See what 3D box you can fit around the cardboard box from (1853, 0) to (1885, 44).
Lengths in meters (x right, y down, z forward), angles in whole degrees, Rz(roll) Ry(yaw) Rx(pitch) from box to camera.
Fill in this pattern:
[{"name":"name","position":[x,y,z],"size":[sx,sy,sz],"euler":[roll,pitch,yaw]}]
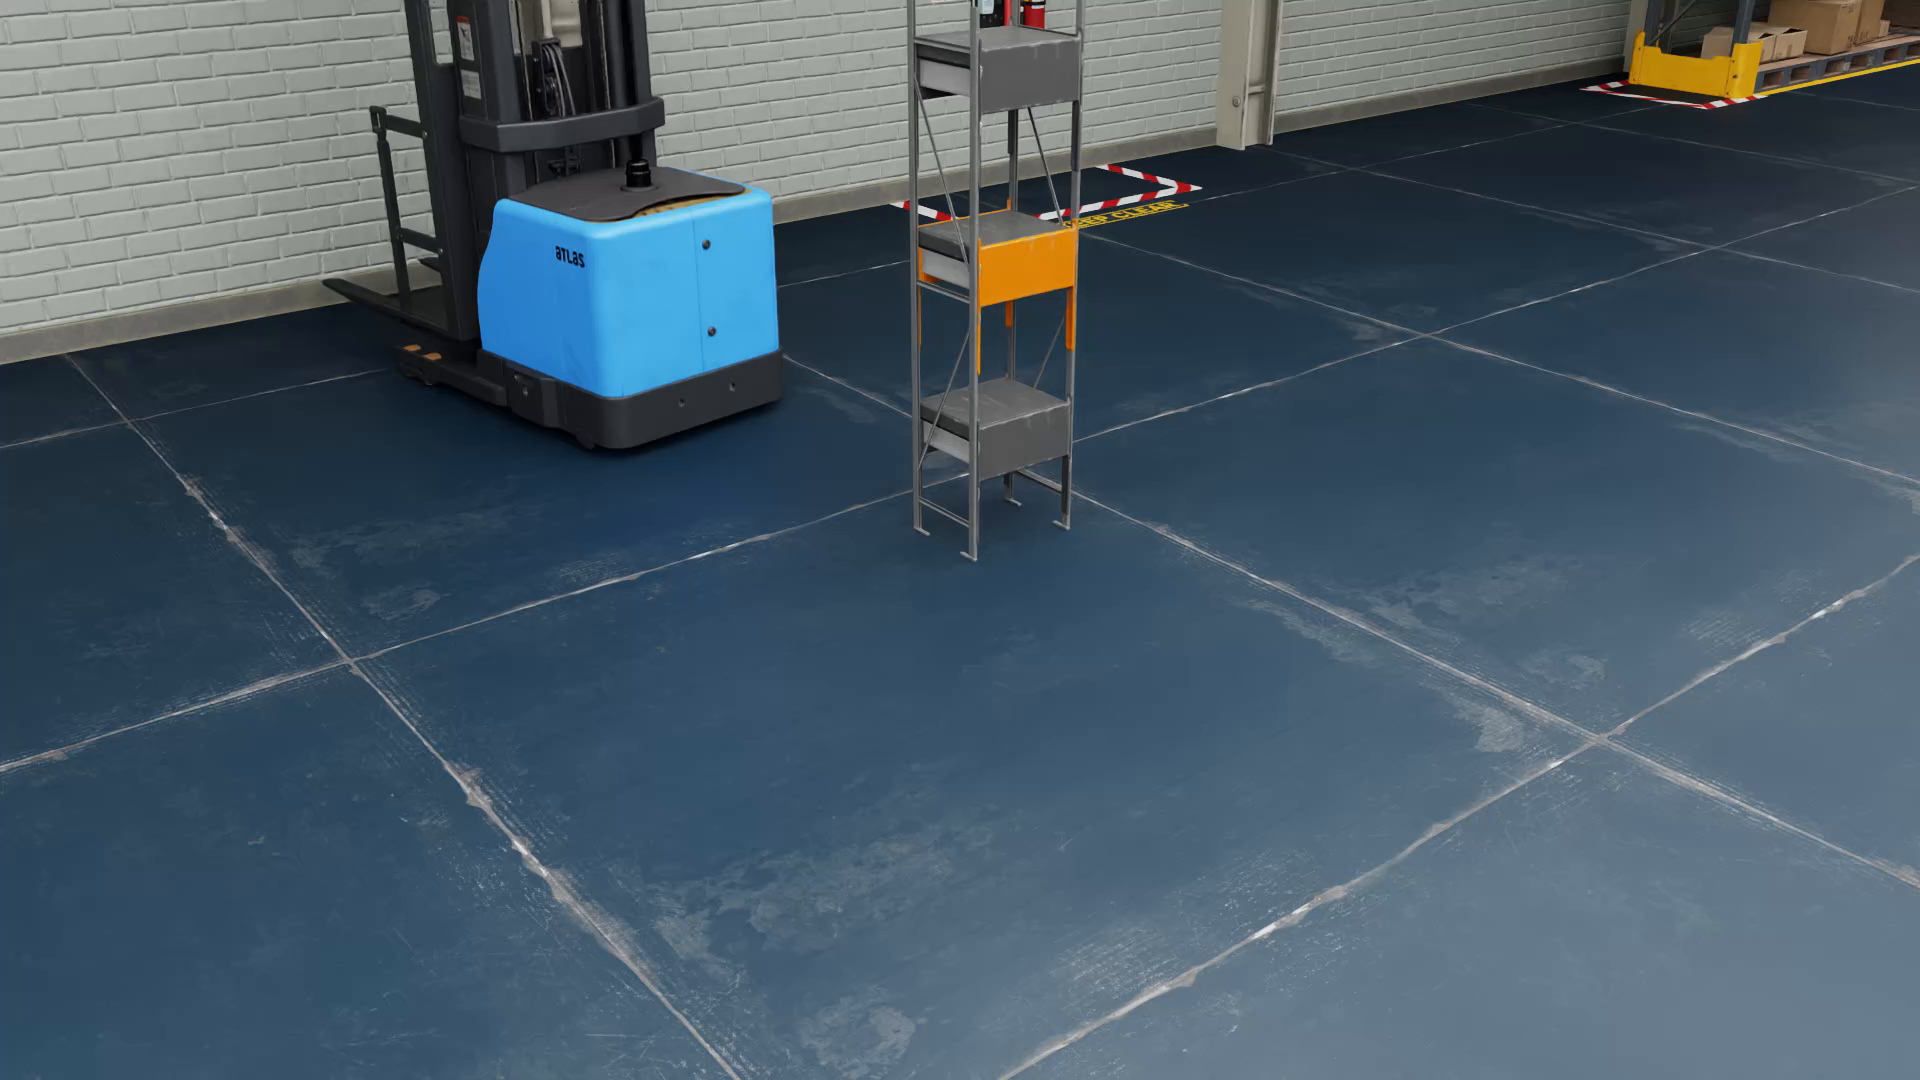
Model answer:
[{"name":"cardboard box","position":[9.419,-5.572,17.639],"size":[0.500,0.500,0.500],"euler":[-21,32,-38]}]

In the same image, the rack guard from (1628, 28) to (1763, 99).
[{"name":"rack guard","position":[7.123,-4.636,16.144],"size":[0.348,0.500,1.175],"euler":[-18,31,-34]}]

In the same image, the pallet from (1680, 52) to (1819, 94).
[{"name":"pallet","position":[7.784,-4.704,16.635],"size":[1.213,0.211,1.003],"euler":[-18,31,-34]}]

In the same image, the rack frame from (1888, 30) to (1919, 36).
[{"name":"rack frame","position":[10.211,-6.789,17.814],"size":[0.127,3.000,1.000],"euler":[-18,31,-34]}]

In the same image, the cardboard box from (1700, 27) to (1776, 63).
[{"name":"cardboard box","position":[7.664,-4.879,16.372],"size":[0.500,0.311,0.500],"euler":[-23,33,-40]}]

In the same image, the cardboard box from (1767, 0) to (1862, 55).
[{"name":"cardboard box","position":[8.720,-5.287,17.026],"size":[0.500,0.500,0.700],"euler":[-21,32,-37]}]

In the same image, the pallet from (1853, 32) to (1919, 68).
[{"name":"pallet","position":[9.705,-5.338,18.000],"size":[1.213,0.211,1.003],"euler":[-18,31,-34]}]

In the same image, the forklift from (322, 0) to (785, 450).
[{"name":"forklift","position":[-2.271,-2.252,8.121],"size":[3.031,2.935,1.130],"euler":[22,33,39]}]

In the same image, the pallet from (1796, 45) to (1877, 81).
[{"name":"pallet","position":[8.744,-5.019,17.314],"size":[1.213,0.211,1.003],"euler":[-18,31,-34]}]

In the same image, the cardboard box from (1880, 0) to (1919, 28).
[{"name":"cardboard box","position":[10.780,-6.051,18.672],"size":[0.500,0.500,0.700],"euler":[-17,30,-32]}]

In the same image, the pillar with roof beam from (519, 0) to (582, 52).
[{"name":"pillar with roof beam","position":[0.294,-4.396,5.532],"size":[0.400,9.000,9.100],"euler":[-18,31,-34]}]

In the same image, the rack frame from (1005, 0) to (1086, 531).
[{"name":"rack frame","position":[0.322,-1.059,6.537],"size":[0.015,2.100,0.400],"euler":[-18,31,-34]}]

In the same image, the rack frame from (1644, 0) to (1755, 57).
[{"name":"rack frame","position":[7.064,-5.750,15.576],"size":[0.127,3.000,1.000],"euler":[-18,31,-34]}]

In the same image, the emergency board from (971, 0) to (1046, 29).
[{"name":"emergency board","position":[0.391,-4.030,11.870],"size":[0.643,1.169,0.194],"euler":[-18,31,-34]}]

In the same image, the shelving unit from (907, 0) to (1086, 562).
[{"name":"shelving unit","position":[0.130,-0.995,6.401],"size":[0.503,2.100,0.431],"euler":[-18,31,-34]}]

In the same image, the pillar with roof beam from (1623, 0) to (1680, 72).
[{"name":"pillar with roof beam","position":[9.737,-7.513,12.249],"size":[0.400,9.000,9.100],"euler":[-18,31,-34]}]

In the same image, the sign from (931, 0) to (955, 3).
[{"name":"sign","position":[-0.108,-3.937,11.627],"size":[0.234,0.329,0.001],"euler":[-18,31,-34]}]

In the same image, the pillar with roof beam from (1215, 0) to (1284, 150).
[{"name":"pillar with roof beam","position":[5.016,-5.954,8.891],"size":[0.400,9.000,9.100],"euler":[-18,31,-34]}]

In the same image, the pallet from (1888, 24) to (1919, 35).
[{"name":"pallet","position":[10.823,-5.727,18.838],"size":[1.213,0.211,1.003],"euler":[-18,31,-34]}]

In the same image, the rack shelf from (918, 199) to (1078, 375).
[{"name":"rack shelf","position":[0.130,-0.983,6.406],"size":[0.480,0.518,0.431],"euler":[-18,31,-34]}]

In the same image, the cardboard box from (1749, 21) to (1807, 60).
[{"name":"cardboard box","position":[8.112,-5.028,16.691],"size":[0.500,0.311,0.500],"euler":[-15,29,-30]}]

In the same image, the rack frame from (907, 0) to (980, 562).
[{"name":"rack frame","position":[-0.062,-0.932,6.264],"size":[0.015,2.100,0.400],"euler":[-18,31,-34]}]

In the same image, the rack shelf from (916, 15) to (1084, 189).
[{"name":"rack shelf","position":[0.130,-1.618,6.112],"size":[0.480,0.518,0.431],"euler":[-18,31,-34]}]

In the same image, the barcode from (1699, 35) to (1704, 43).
[{"name":"barcode","position":[7.431,-5.021,16.666],"size":[0.075,0.075,0.001],"euler":[-18,31,-34]}]

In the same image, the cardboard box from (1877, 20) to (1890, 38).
[{"name":"cardboard box","position":[9.809,-5.554,17.997],"size":[0.380,0.166,0.250],"euler":[22,33,39]}]

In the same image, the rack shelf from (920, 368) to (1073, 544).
[{"name":"rack shelf","position":[0.130,-0.348,6.701],"size":[0.480,0.518,0.431],"euler":[-18,31,-34]}]
